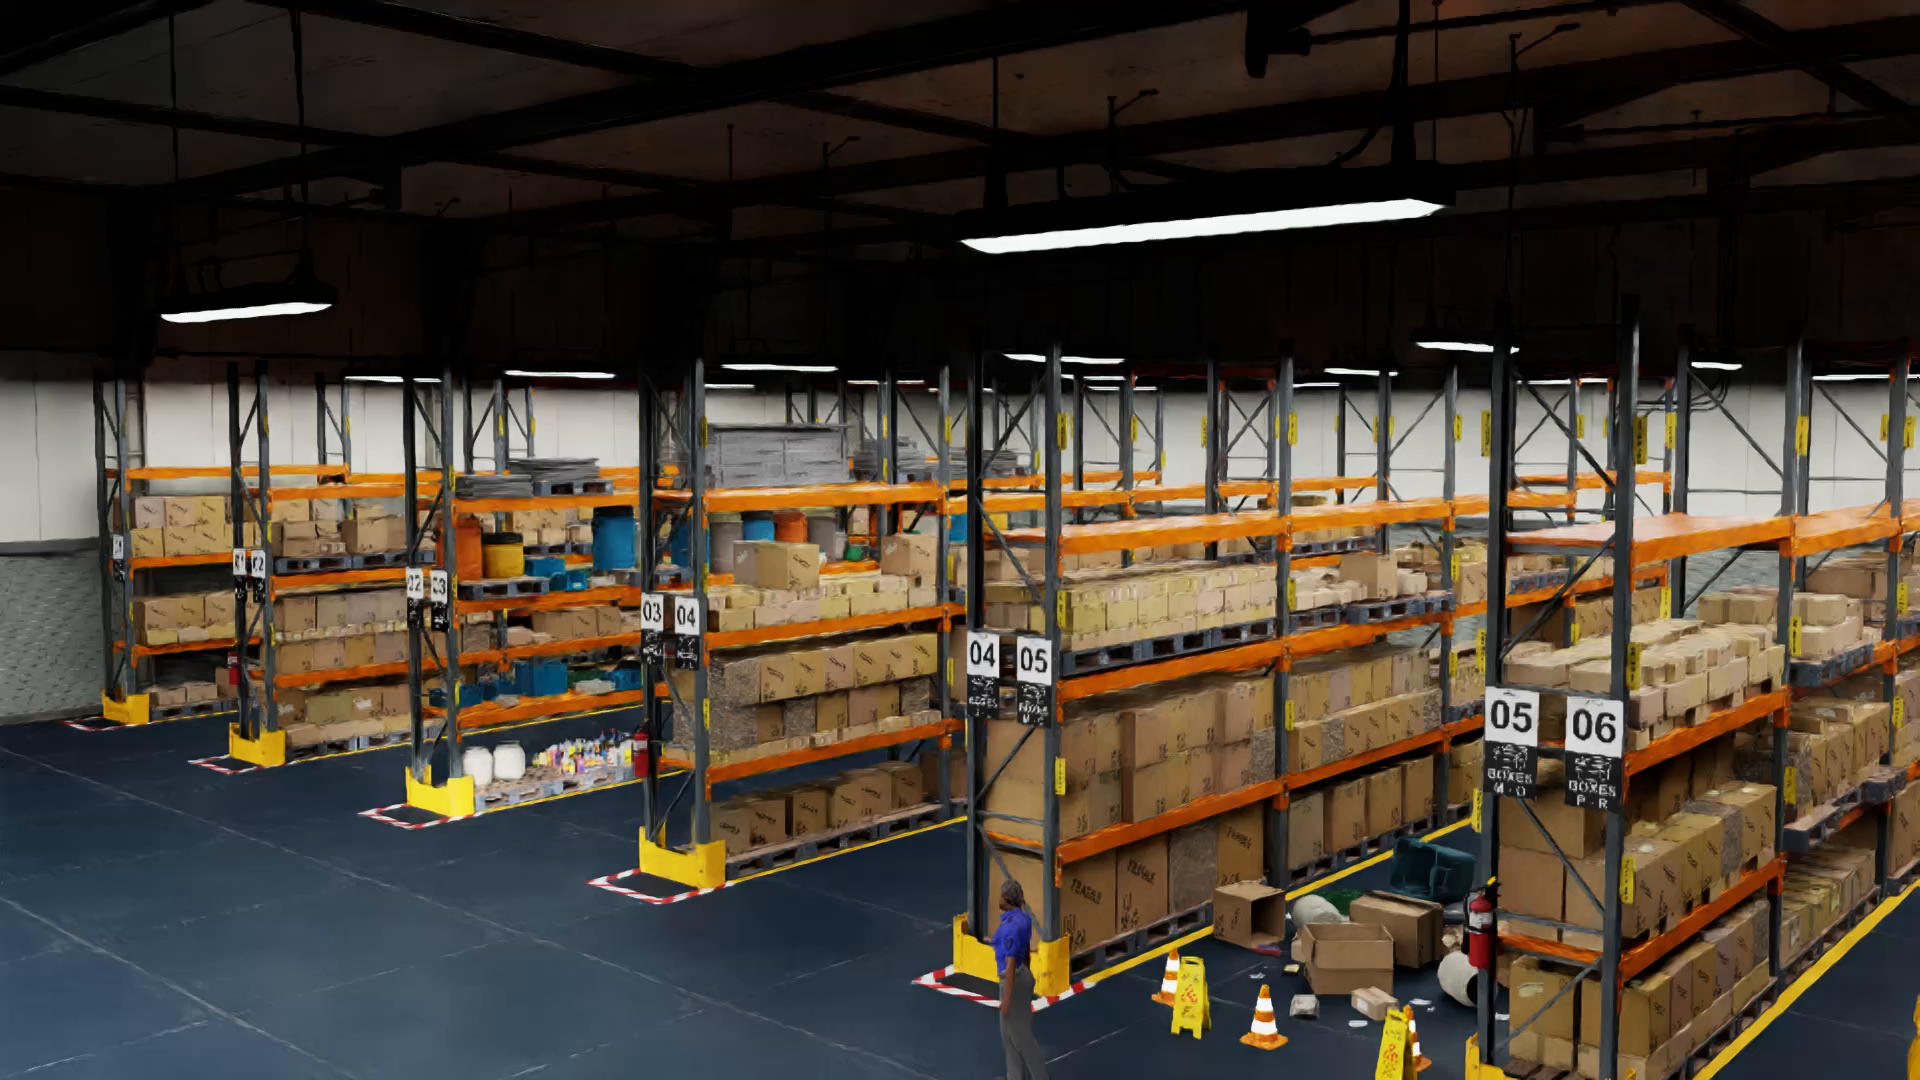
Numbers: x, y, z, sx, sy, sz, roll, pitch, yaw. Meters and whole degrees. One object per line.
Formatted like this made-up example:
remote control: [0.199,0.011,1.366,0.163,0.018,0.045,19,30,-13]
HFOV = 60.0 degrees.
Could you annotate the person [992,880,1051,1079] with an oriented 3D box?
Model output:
person: [0.479,3.426,12.661,0.528,1.638,0.570,1,4,15]

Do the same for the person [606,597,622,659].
person: [-6.931,1.887,33.512,0.420,1.602,0.506,1,4,16]

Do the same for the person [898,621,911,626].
person: [-1.065,1.910,33.273,0.488,1.578,1.070,3,5,39]
